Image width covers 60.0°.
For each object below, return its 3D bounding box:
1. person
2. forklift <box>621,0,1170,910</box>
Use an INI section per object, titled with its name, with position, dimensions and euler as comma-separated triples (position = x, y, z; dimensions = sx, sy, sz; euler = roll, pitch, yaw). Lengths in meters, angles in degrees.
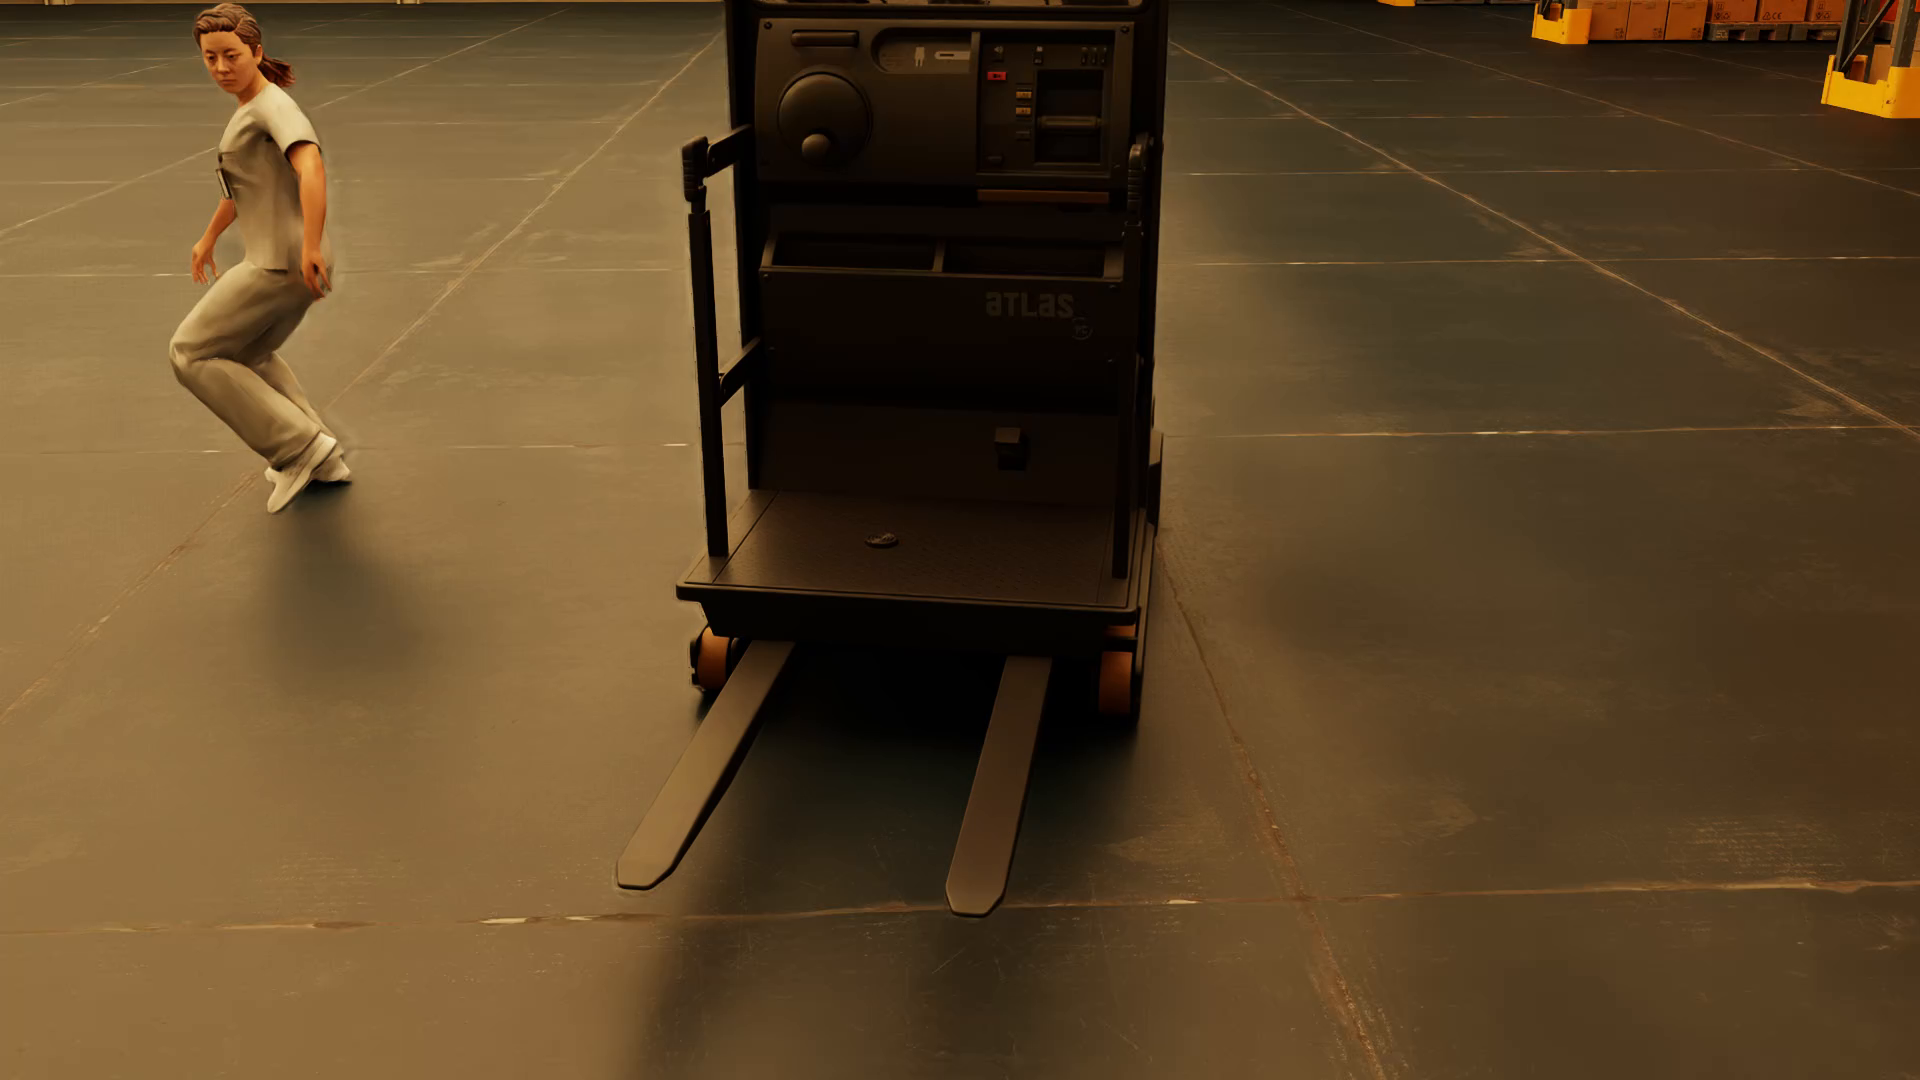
[person]
position = -2.242, -0.885, 5.266
dimensions = 0.601, 1.587, 0.666
euler = -6, 22, -14
[forklift]
position = -0.067, -1.076, 3.903
dimensions = 1.130, 2.935, 3.031
euler = 3, 22, 8
